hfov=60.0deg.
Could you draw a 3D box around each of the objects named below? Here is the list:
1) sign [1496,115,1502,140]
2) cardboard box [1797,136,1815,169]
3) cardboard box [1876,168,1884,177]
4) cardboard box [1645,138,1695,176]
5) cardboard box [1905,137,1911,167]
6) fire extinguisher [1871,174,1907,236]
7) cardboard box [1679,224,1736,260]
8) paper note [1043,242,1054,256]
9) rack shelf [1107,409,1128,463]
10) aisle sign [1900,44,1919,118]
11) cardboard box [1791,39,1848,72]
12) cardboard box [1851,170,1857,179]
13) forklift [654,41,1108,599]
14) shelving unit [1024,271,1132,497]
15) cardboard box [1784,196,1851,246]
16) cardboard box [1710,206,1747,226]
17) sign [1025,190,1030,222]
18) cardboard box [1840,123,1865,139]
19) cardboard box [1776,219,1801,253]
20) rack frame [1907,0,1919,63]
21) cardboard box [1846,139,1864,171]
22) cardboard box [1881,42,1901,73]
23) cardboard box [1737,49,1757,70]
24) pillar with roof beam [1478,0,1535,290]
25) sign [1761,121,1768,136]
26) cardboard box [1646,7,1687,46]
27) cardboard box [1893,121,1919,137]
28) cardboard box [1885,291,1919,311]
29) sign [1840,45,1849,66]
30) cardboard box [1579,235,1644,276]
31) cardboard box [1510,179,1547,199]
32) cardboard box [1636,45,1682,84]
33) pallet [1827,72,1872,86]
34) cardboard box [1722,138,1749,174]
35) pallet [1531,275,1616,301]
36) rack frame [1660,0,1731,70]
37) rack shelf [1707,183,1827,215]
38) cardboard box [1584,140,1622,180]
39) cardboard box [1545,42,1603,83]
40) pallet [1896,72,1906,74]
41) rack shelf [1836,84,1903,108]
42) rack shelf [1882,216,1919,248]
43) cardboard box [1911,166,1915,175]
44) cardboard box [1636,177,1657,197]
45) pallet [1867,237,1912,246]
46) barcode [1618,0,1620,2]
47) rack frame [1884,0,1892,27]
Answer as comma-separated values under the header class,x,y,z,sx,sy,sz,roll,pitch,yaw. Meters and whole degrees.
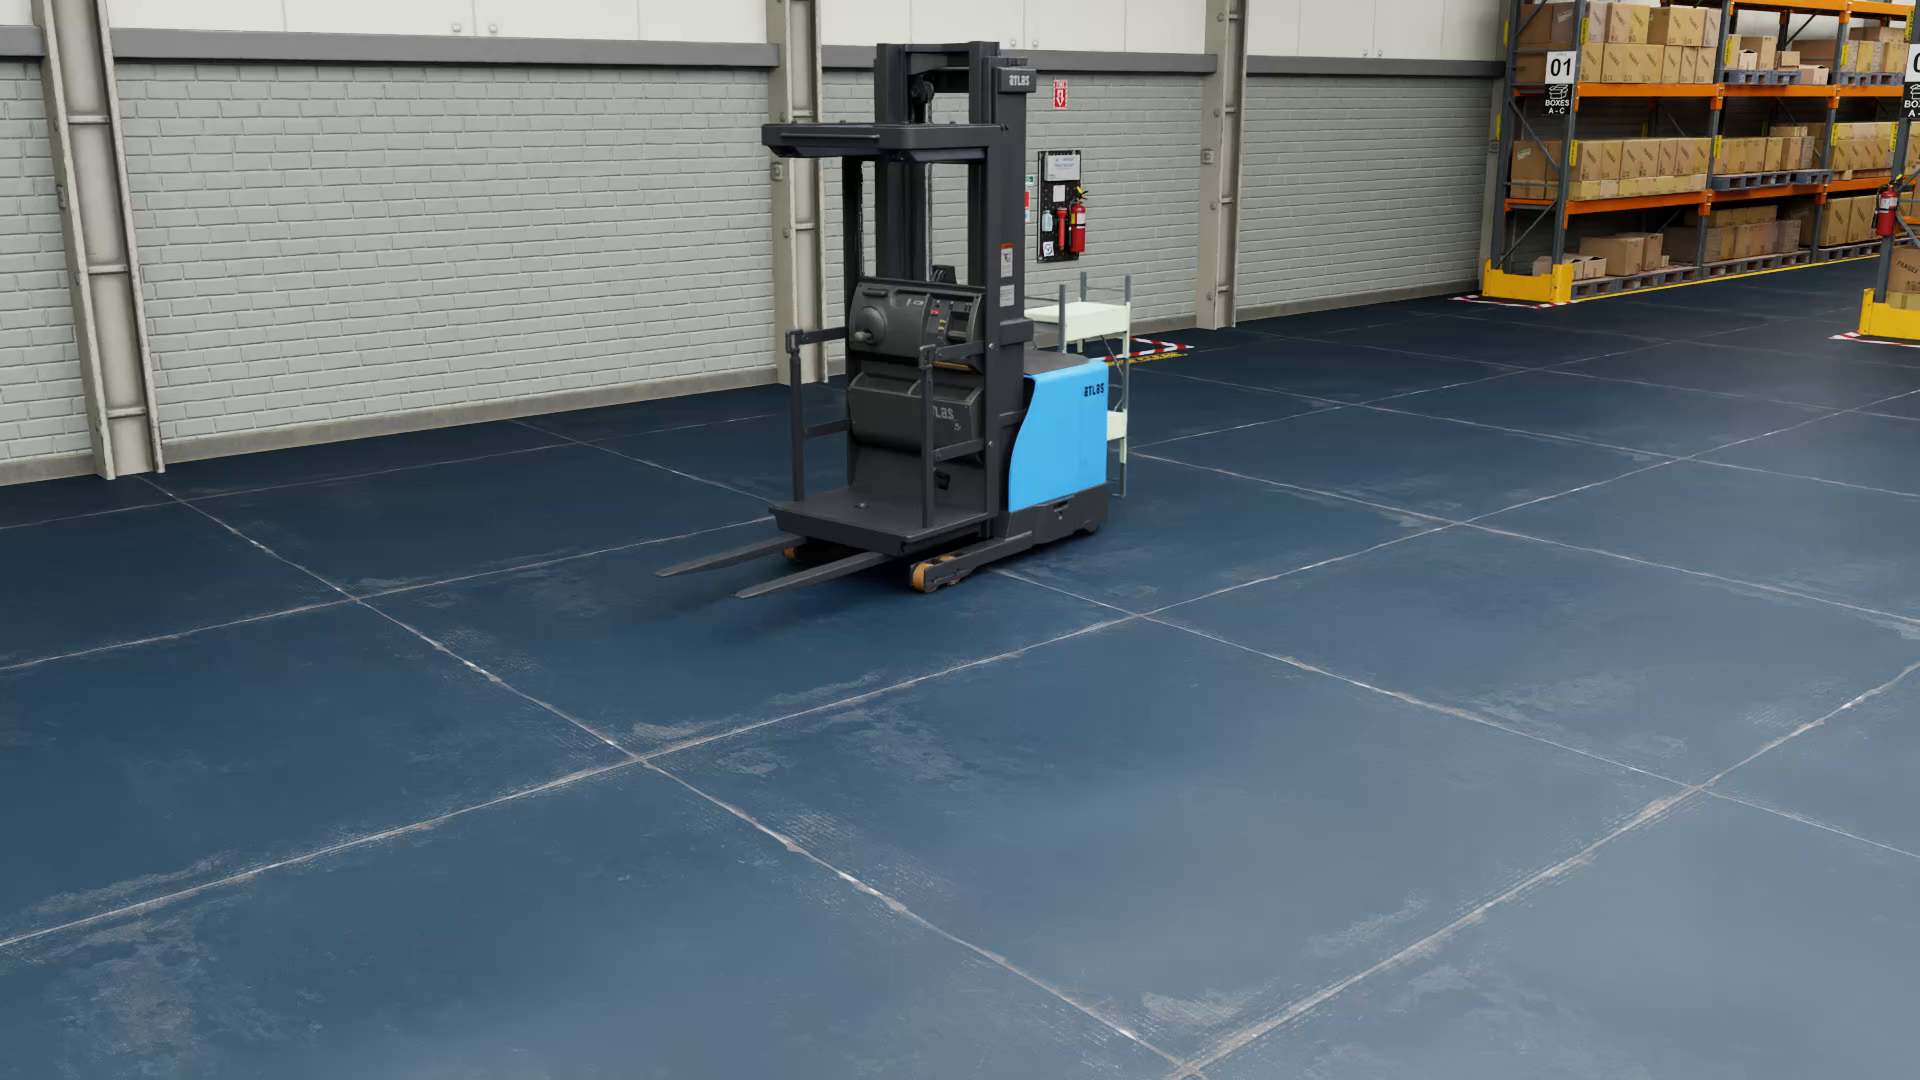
class,x,y,z,sx,sy,sz,roll,pitch,yaw
sign,7.236,-5.527,22.275,0.005,0.325,0.100,-13,19,-39
cardboard box,13.272,-6.238,26.746,0.700,0.500,0.500,13,20,40
cardboard box,15.582,-6.306,28.494,0.250,0.149,0.380,-13,20,-41
cardboard box,10.076,-5.455,23.659,0.500,0.500,0.500,-13,20,-40
cardboard box,16.077,-6.723,28.797,0.500,0.500,0.500,-12,19,-39
fire extinguisher,10.446,-3.773,18.713,0.183,0.674,0.296,-13,19,-39
cardboard box,11.504,-4.612,25.694,0.500,0.500,0.700,-13,20,-40
paper note,0.951,-3.121,17.829,0.142,0.148,0.016,-13,19,-39
rack shelf,0.737,-0.665,11.094,0.431,0.370,0.720,12,19,38
aisle sign,10.598,-5.042,18.277,0.004,0.787,0.394,-13,19,-39
cardboard box,13.942,-7.861,27.008,0.700,0.500,0.500,14,21,43
cardboard box,14.772,-6.140,27.872,0.250,0.149,0.380,-12,19,-38
forklift,-0.392,-1.269,9.322,1.130,2.935,3.031,12,19,38
shelving unit,0.737,-0.980,11.011,0.431,1.500,0.755,12,19,38
cardboard box,14.261,-5.322,27.715,0.750,0.750,0.750,-13,20,-40
cardboard box,11.867,-5.041,25.847,0.500,0.250,0.500,-13,20,-41
sign,0.645,-3.507,17.497,0.234,0.329,0.001,-13,19,-39
cardboard box,14.537,-6.741,27.412,0.500,0.250,0.500,-13,20,-40
cardboard box,13.111,-4.932,26.893,0.500,0.500,0.700,-12,19,-39
rack frame,10.840,-6.639,17.666,0.127,3.000,1.000,-13,19,-39
cardboard box,14.556,-6.380,27.514,0.500,0.500,0.500,-12,19,-38
cardboard box,15.524,-8.212,28.323,0.500,0.500,0.700,-13,20,-40
cardboard box,11.532,-7.172,24.834,0.500,0.311,0.500,-12,19,-38
pillar with roof beam,10.372,-7.051,19.210,0.400,9.000,9.100,-13,19,-39
sign,13.254,-6.726,27.374,0.005,0.325,0.100,-13,19,-39
cardboard box,9.609,-7.049,22.844,0.500,0.500,0.500,-14,20,-41
cardboard box,16.453,-7.172,29.025,0.500,0.250,0.500,-12,19,-38
cardboard box,11.051,-2.763,19.296,0.500,0.250,0.500,-13,19,-39
sign,13.975,-7.652,26.271,0.005,0.325,0.100,-13,19,-39
cardboard box,9.183,-4.020,23.477,0.500,0.500,0.700,-14,21,-43
cardboard box,7.811,-4.758,22.502,0.500,0.250,0.500,-12,19,-39
cardboard box,9.601,-6.571,22.991,0.500,0.500,0.500,-14,20,-41
pallet,14.071,-7.537,27.206,1.003,0.211,1.213,-12,19,-37
cardboard box,11.435,-5.815,25.162,0.500,0.500,0.700,-10,18,-34
pallet,8.279,-3.500,22.945,1.213,0.211,1.003,-13,19,-39
rack frame,10.603,-8.280,23.810,0.127,3.000,1.000,-13,19,-39
rack shelf,12.112,-5.373,25.946,4.000,0.370,1.077,-13,19,-39
cardboard box,8.522,-5.108,22.358,0.500,0.500,0.500,-13,19,-39
cardboard box,8.002,-6.219,21.675,0.500,0.500,0.500,-12,19,-38
pallet,17.262,-8.280,29.794,1.213,0.211,1.003,-13,19,-39
rack shelf,15.129,-7.500,28.096,4.000,0.370,1.077,-13,19,-39
rack shelf,12.349,-3.731,19.801,4.000,0.370,1.077,-13,19,-39
cardboard box,16.569,-6.513,29.267,0.250,0.149,0.380,-12,19,-39
cardboard box,9.315,-4.923,23.120,0.500,0.250,0.500,-12,19,-39
pallet,16.105,-5.244,29.474,1.213,0.211,1.003,-13,19,-39
barcode,9.272,-7.597,23.384,0.075,0.075,0.001,-13,19,-39
rack frame,16.638,-9.635,28.884,0.127,3.000,1.000,-13,19,-39
